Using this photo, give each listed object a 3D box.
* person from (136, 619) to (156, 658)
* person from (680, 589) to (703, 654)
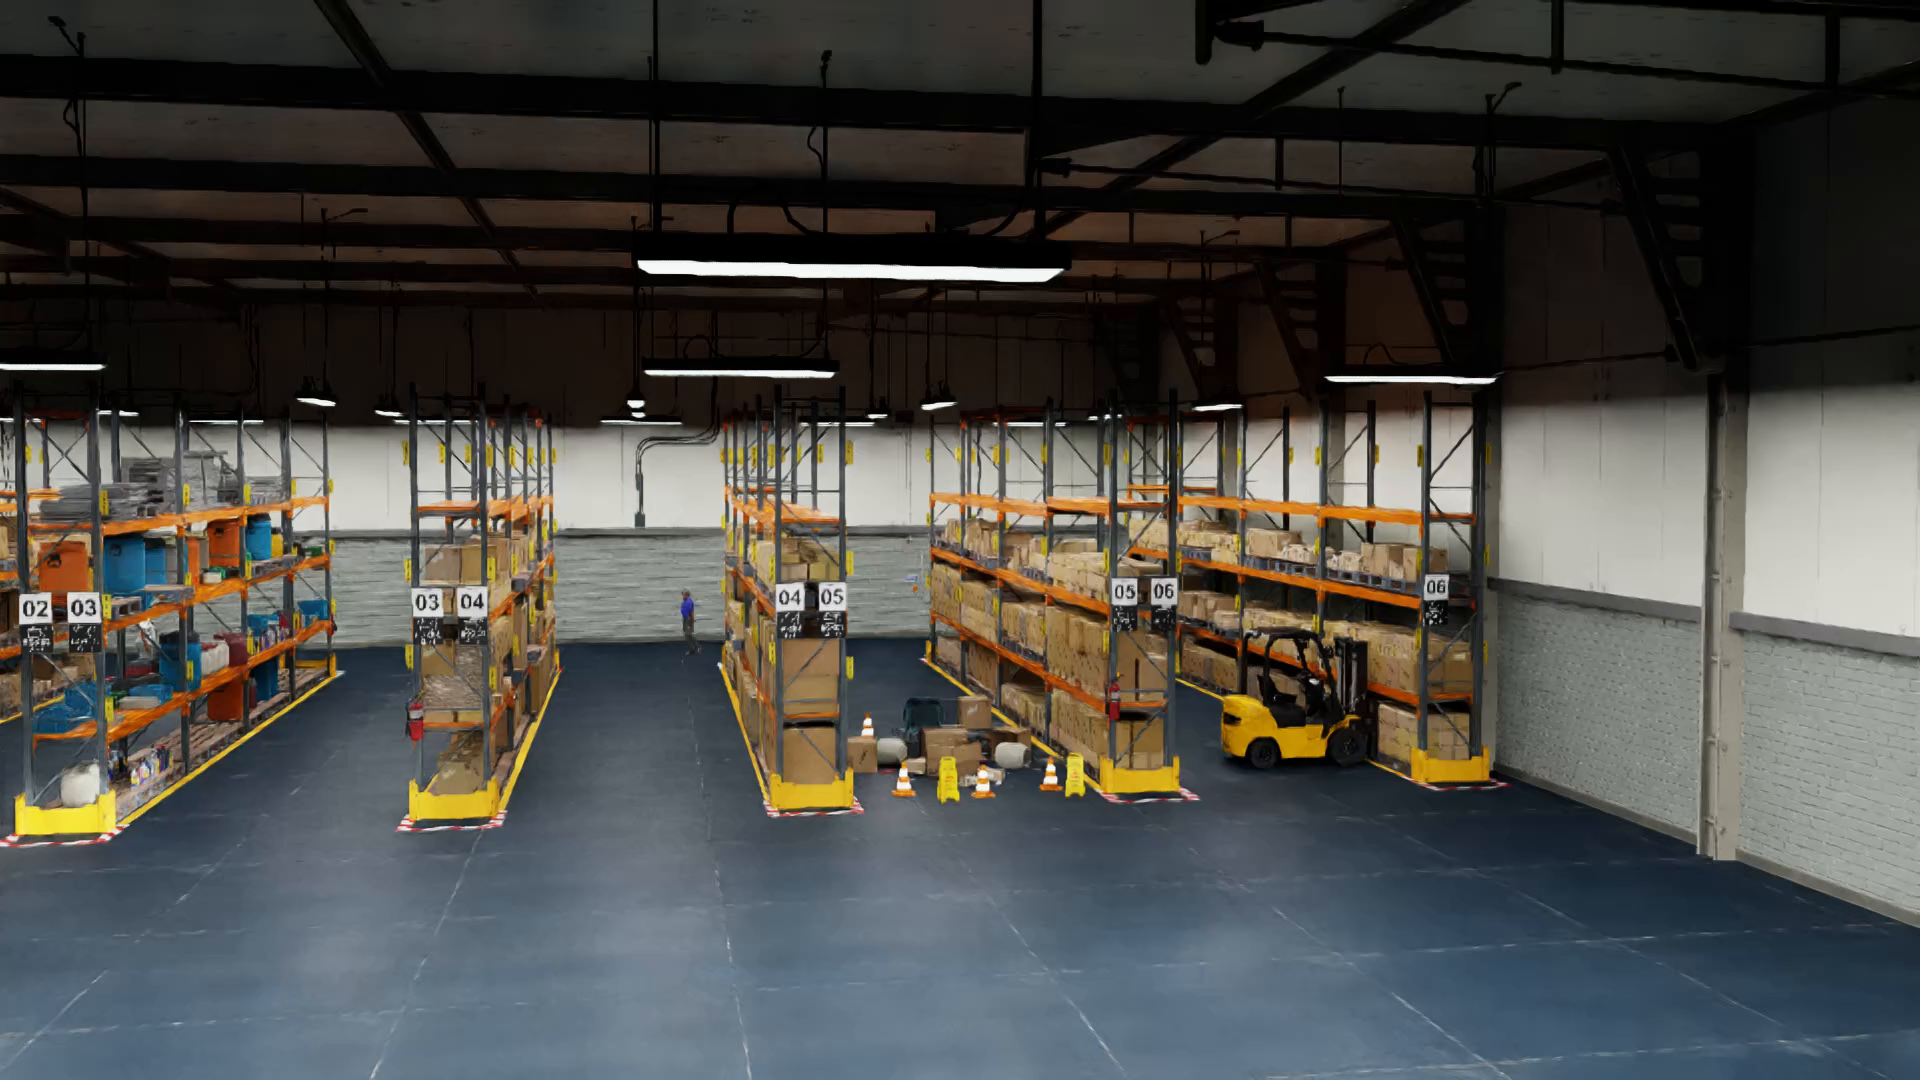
[{"bbox_3d":[-17.923,2.301,36.602,0.393,1.674,0.635,-1,3,-17],"label":"person"},{"bbox_3d":[-6.758,2.048,41.855,0.441,1.650,0.623,-2,4,-38],"label":"person"}]
